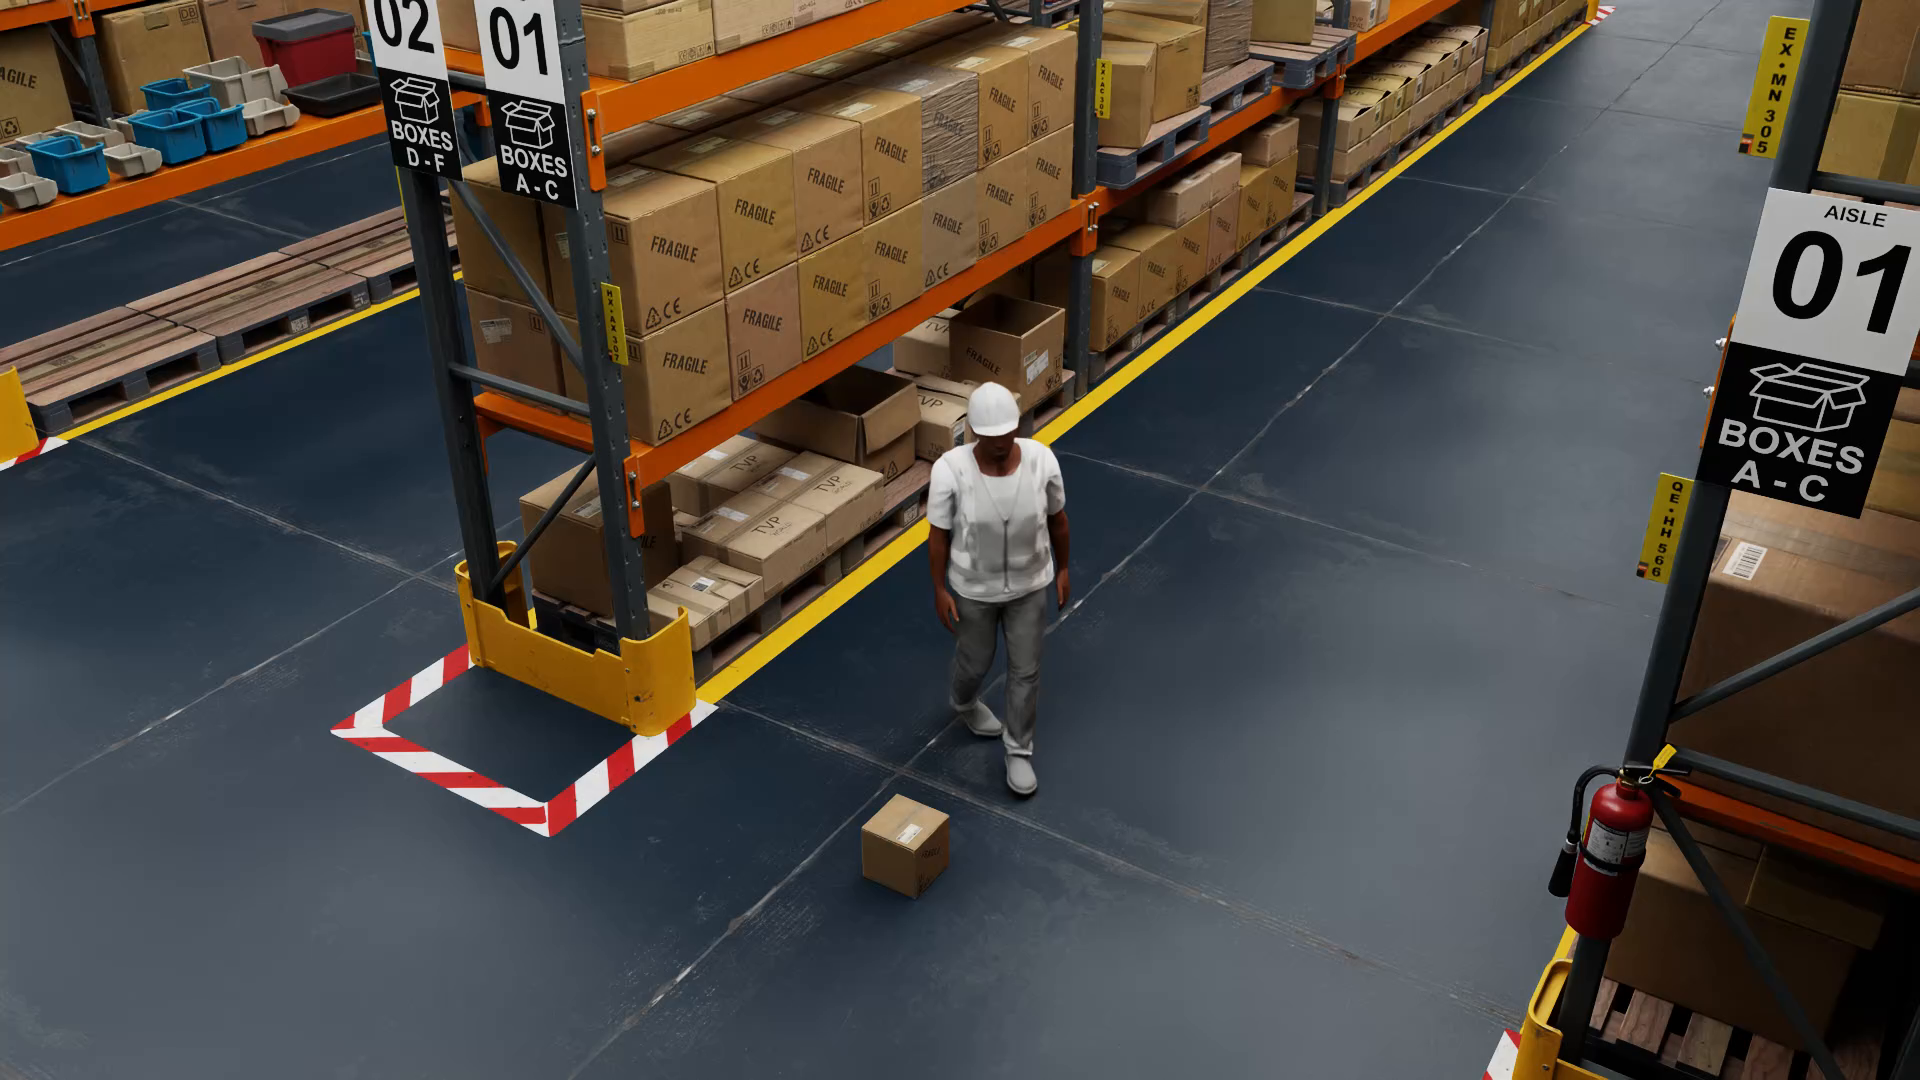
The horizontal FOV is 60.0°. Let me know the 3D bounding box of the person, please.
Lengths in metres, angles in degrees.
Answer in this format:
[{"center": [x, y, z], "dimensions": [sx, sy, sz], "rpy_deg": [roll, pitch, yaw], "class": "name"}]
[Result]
[{"center": [0.169, 0.171, 6.808], "dimensions": [0.598, 1.765, 0.679], "rpy_deg": [-5, 31, -8], "class": "person"}]
